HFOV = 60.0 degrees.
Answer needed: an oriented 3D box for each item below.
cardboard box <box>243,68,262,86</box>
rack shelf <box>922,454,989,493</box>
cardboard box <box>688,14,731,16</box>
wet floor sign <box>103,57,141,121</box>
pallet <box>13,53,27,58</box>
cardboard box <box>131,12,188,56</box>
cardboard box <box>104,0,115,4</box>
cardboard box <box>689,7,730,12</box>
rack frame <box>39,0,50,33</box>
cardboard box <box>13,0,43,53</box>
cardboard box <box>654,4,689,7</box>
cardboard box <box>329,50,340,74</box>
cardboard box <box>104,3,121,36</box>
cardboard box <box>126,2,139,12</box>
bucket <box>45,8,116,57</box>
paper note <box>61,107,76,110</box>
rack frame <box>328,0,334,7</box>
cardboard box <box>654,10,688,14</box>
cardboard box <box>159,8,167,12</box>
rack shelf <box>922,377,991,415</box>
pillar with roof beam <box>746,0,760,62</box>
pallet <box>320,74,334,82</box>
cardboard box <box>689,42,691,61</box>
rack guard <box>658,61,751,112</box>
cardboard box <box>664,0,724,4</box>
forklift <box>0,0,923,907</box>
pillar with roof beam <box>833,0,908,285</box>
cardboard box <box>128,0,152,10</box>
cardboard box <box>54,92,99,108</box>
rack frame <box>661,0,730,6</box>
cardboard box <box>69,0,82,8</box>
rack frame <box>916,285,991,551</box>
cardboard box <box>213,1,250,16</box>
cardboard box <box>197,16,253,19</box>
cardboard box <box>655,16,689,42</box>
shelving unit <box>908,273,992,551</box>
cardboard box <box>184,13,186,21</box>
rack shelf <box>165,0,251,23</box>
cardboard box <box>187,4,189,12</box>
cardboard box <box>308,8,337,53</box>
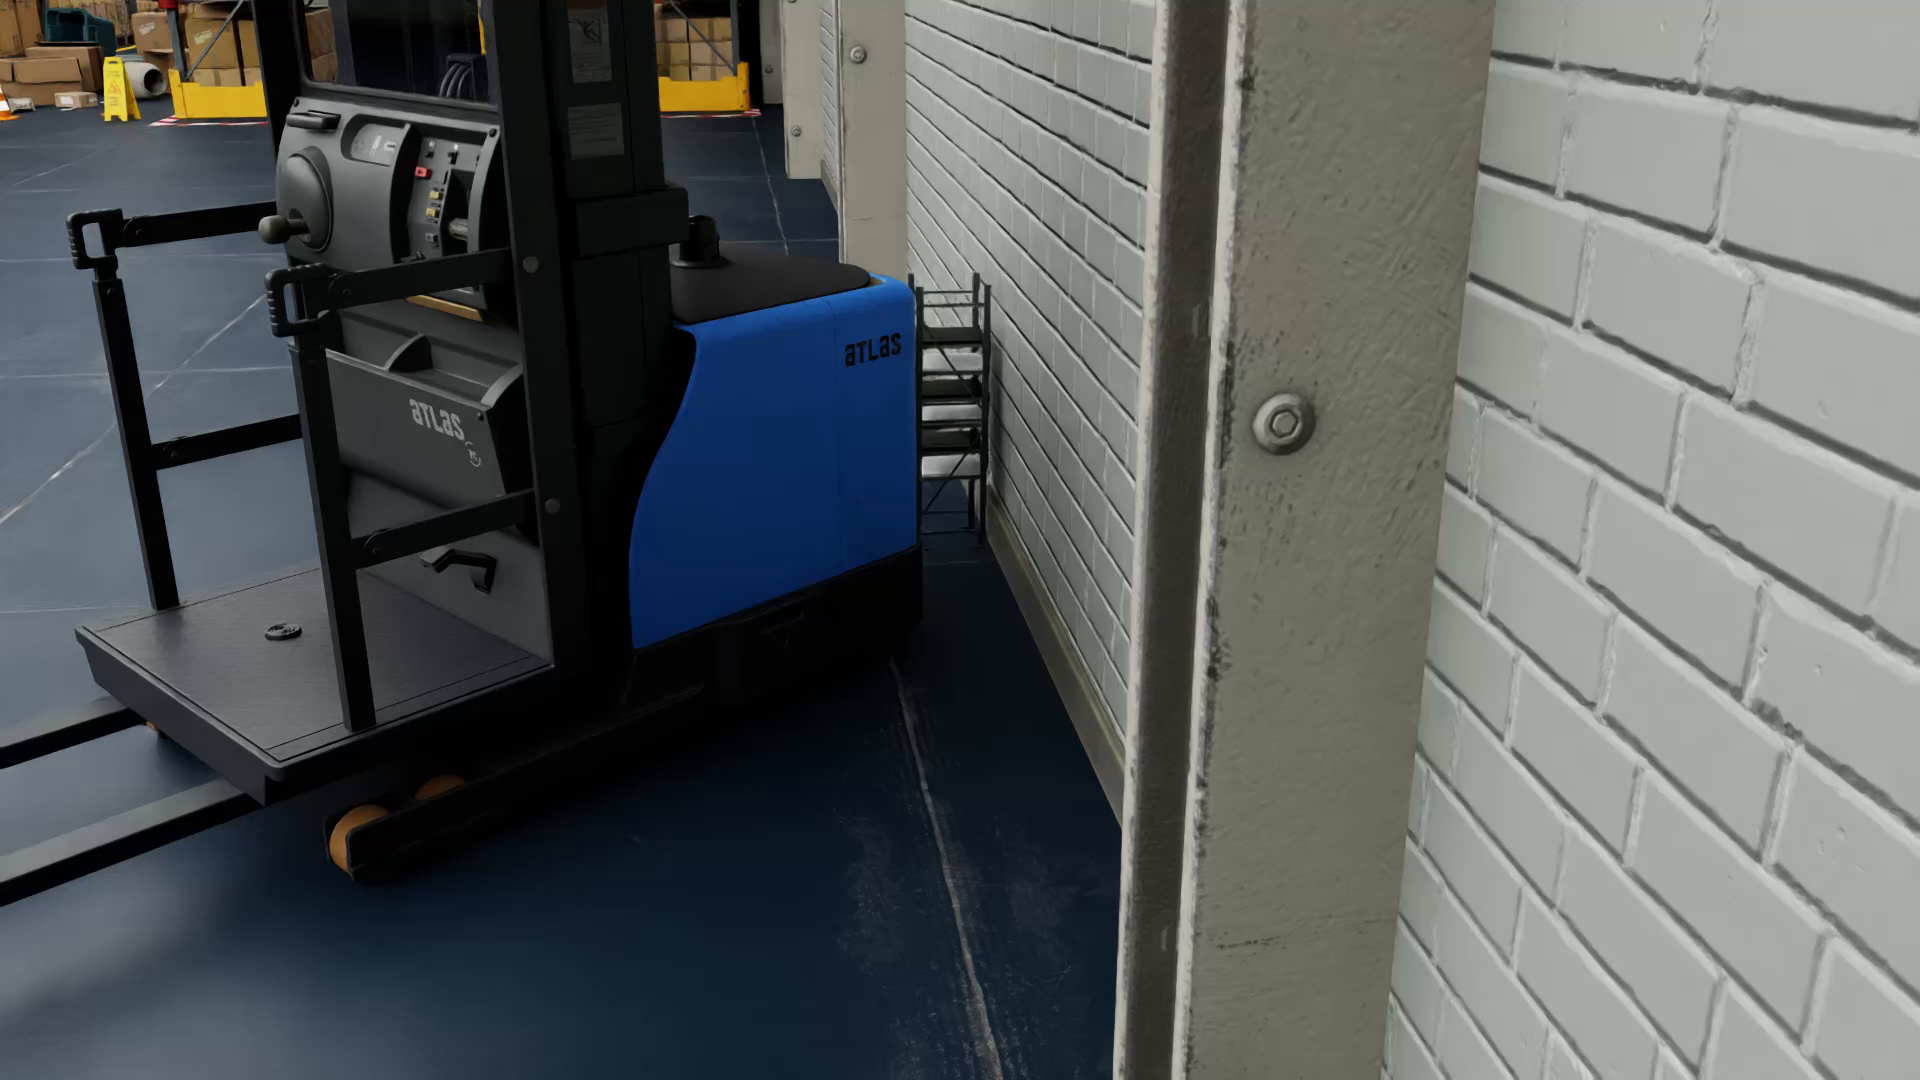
[{"bbox_3d":[-7.698,-5.189,18.652,0.500,0.250,0.500,-3,21,-8],"label":"cardboard box"},{"bbox_3d":[-0.048,-0.224,5.631,0.258,0.077,0.200,-3,21,-10],"label":"rack shelf"},{"bbox_3d":[-2.902,-5.965,19.300,0.500,0.250,0.500,-3,21,-8],"label":"cardboard box"},{"bbox_3d":[-8.887,-4.765,17.551,0.267,0.644,0.232,4,21,11],"label":"wet floor sign"},{"bbox_3d":[-13.854,-6.889,23.860,1.003,0.211,1.213,-3,21,-8],"label":"pallet"},{"bbox_3d":[-10.189,-6.456,21.204,0.500,0.500,0.500,-3,21,-8],"label":"cardboard box"},{"bbox_3d":[-14.051,-8.811,26.919,0.500,0.250,0.500,-2,21,-5],"label":"cardboard box"},{"bbox_3d":[-3.111,-6.490,20.705,0.500,0.250,0.500,-3,21,-7],"label":"cardboard box"},{"bbox_3d":[-13.893,-8.472,24.113,1.000,3.000,0.127,-3,21,-8],"label":"rack frame"},{"bbox_3d":[-13.894,-7.400,23.857,1.050,0.750,0.750,-3,21,-8],"label":"cardboard box"},{"bbox_3d":[-3.762,-6.818,21.583,0.500,0.250,0.500,-3,21,-9],"label":"cardboard box"},{"bbox_3d":[-7.995,-5.906,20.571,0.500,0.250,0.500,-3,21,-9],"label":"cardboard box"},{"bbox_3d":[-14.040,-8.462,27.057,0.500,0.500,0.500,-3,21,-9],"label":"cardboard box"},{"bbox_3d":[-14.314,-9.127,28.490,0.380,0.149,0.250,-2,21,-6],"label":"cardboard box"},{"bbox_3d":[-11.015,-6.335,20.897,0.726,0.611,0.620,4,11,11],"label":"bucket"},{"bbox_3d":[-9.962,-4.823,18.586,0.148,0.019,0.142,-11,23,-26],"label":"paper note"},{"bbox_3d":[-9.009,-8.757,24.875,1.000,3.000,0.127,-3,21,-8],"label":"rack frame"},{"bbox_3d":[-3.547,-6.286,20.160,0.500,0.250,0.500,-3,21,-9],"label":"cardboard box"},{"bbox_3d":[-14.427,-9.446,29.769,0.380,0.149,0.250,-3,21,-8],"label":"cardboard box"},{"bbox_3d":[-0.043,-0.477,5.537,0.258,0.077,0.200,-3,21,-10],"label":"rack shelf"},{"bbox_3d":[-7.278,-11.196,22.831,9.100,9.000,0.400,-3,21,-8],"label":"pillar with roof beam"},{"bbox_3d":[-8.121,-5.412,19.904,1.003,0.211,1.213,-3,21,-8],"label":"pallet"},{"bbox_3d":[-3.386,-5.709,19.329,0.500,0.250,0.500,-3,21,-8],"label":"cardboard box"},{"bbox_3d":[-2.941,-5.060,18.548,1.175,0.500,0.348,-3,21,-8],"label":"rack guard"},{"bbox_3d":[-4.021,-7.876,25.311,0.875,0.625,0.625,-2,21,-6],"label":"cardboard box"},{"bbox_3d":[-1.480,-0.817,3.713,1.130,2.935,3.031,18,27,40],"label":"forklift"},{"bbox_3d":[-4.683,-4.964,6.145,9.100,9.000,0.400,-3,21,-8],"label":"pillar with roof beam"},{"bbox_3d":[-14.440,-9.400,29.220,0.380,0.149,0.250,-3,21,-9],"label":"cardboard box"},{"bbox_3d":[-10.044,-5.003,18.900,0.380,0.149,0.250,8,22,20],"label":"cardboard box"},{"bbox_3d":[-3.521,-7.624,21.841,1.000,3.000,0.127,-3,21,-8],"label":"rack frame"},{"bbox_3d":[-13.826,-8.276,25.488,0.500,0.250,0.500,-3,21,-8],"label":"cardboard box"},{"bbox_3d":[-0.026,-0.389,5.463,0.240,0.900,0.006,-3,21,-10],"label":"rack frame"},{"bbox_3d":[-8.418,-6.117,19.139,0.380,0.149,0.250,-2,21,-5],"label":"cardboard box"},{"bbox_3d":[-8.308,-5.692,18.927,0.500,0.500,0.500,-2,21,-6],"label":"cardboard box"},{"bbox_3d":[-3.319,-5.760,18.750,0.500,0.250,0.500,-2,21,-6],"label":"cardboard box"},{"bbox_3d":[-0.044,-0.424,5.557,0.258,0.900,0.210,-3,21,-10],"label":"shelving unit"},{"bbox_3d":[-14.674,-9.752,31.014,0.380,0.149,0.250,-3,21,-8],"label":"cardboard box"},{"bbox_3d":[-8.144,-6.343,19.439,1.077,0.370,4.000,-3,21,-8],"label":"rack shelf"},{"bbox_3d":[-14.703,-9.981,31.202,0.380,0.149,0.250,-3,21,-9],"label":"cardboard box"},{"bbox_3d":[-8.006,-6.265,20.460,0.500,0.500,0.500,-3,21,-7],"label":"cardboard box"}]
